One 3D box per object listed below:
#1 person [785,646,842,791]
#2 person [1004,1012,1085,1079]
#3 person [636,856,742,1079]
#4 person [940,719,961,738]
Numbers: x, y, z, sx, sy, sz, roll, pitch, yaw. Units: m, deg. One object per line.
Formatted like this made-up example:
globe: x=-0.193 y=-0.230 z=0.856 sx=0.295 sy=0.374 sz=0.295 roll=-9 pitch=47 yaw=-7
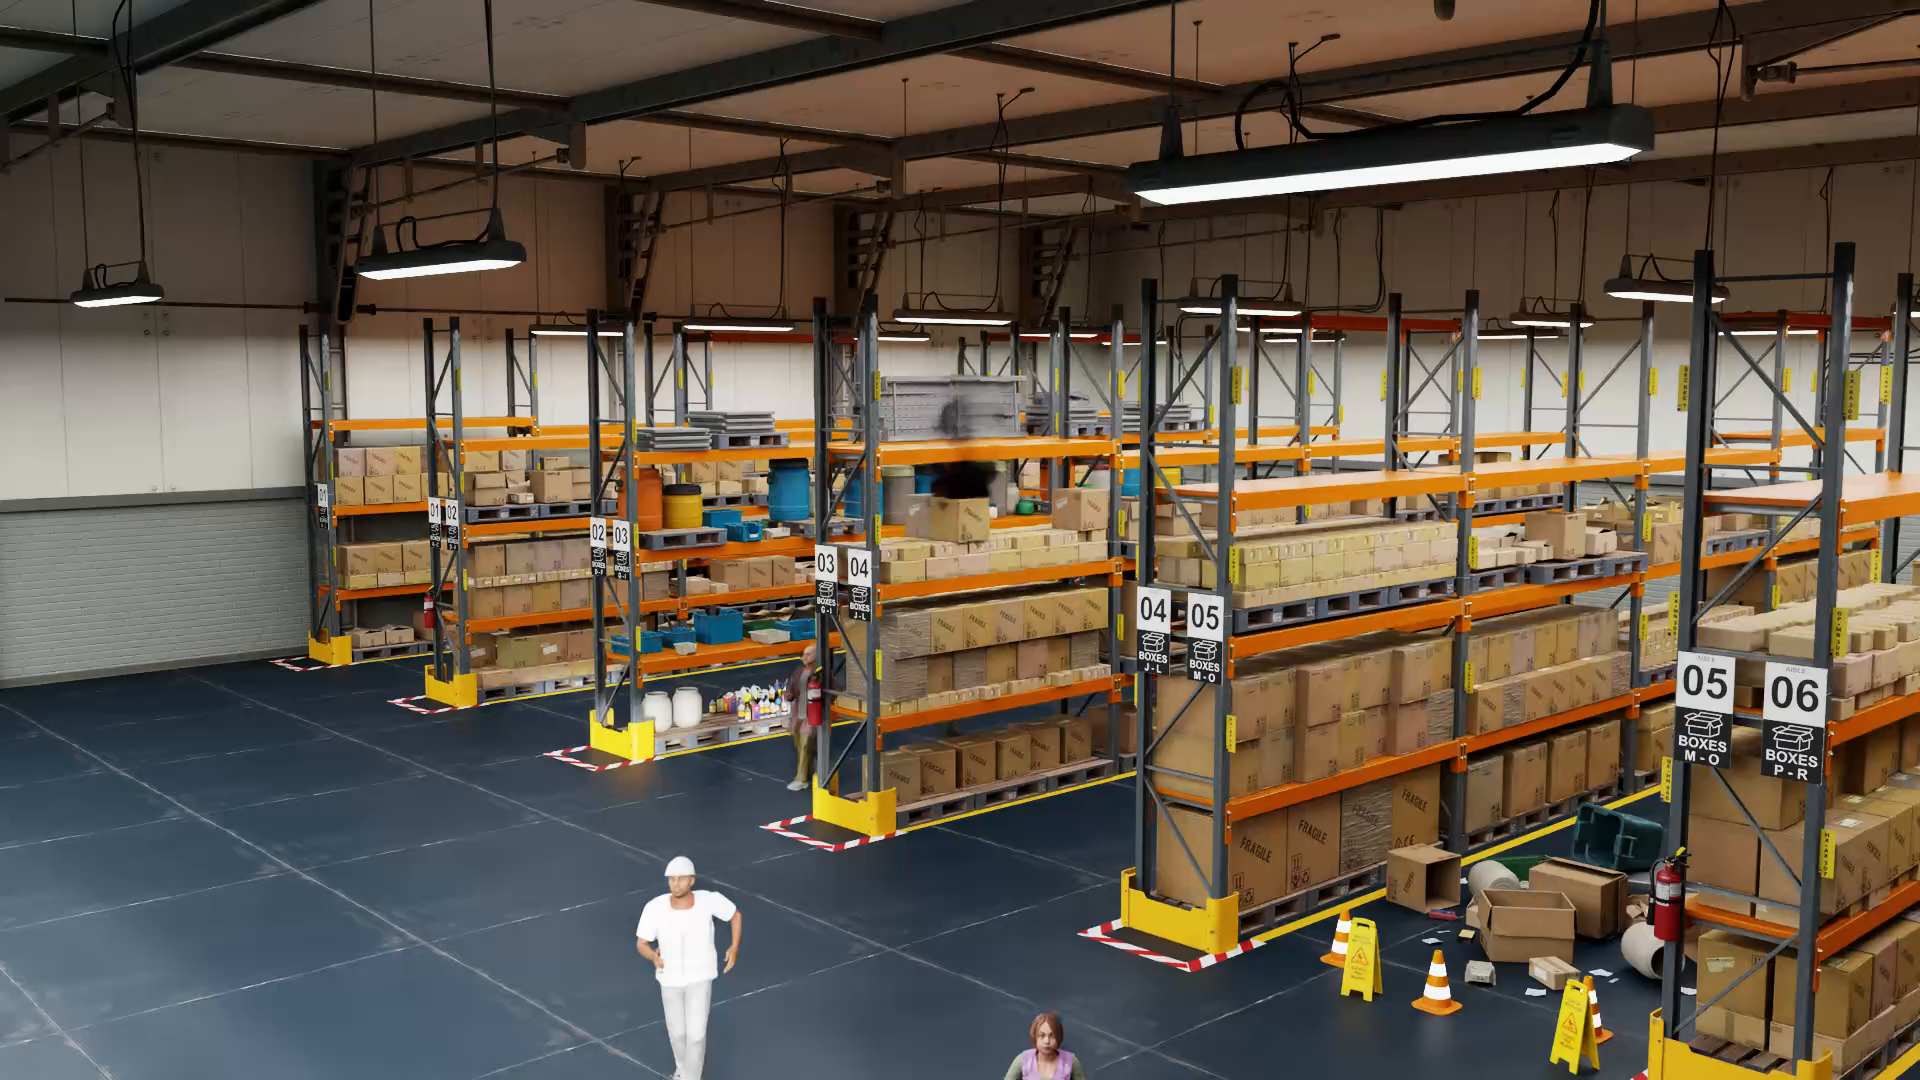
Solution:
person: x=-1.870 y=2.194 z=20.779 sx=0.714 sy=1.750 sz=0.958 roll=4 pitch=7 yaw=34
person: x=0.485 y=3.446 z=9.508 sx=0.540 sy=1.567 sz=0.604 roll=0 pitch=6 yaw=3
person: x=-1.927 y=3.126 z=11.763 sx=0.707 sy=1.802 sz=0.757 roll=0 pitch=6 yaw=1
person: x=-0.151 y=2.139 z=21.925 sx=0.563 sy=1.618 sz=0.565 roll=5 pitch=8 yaw=42
